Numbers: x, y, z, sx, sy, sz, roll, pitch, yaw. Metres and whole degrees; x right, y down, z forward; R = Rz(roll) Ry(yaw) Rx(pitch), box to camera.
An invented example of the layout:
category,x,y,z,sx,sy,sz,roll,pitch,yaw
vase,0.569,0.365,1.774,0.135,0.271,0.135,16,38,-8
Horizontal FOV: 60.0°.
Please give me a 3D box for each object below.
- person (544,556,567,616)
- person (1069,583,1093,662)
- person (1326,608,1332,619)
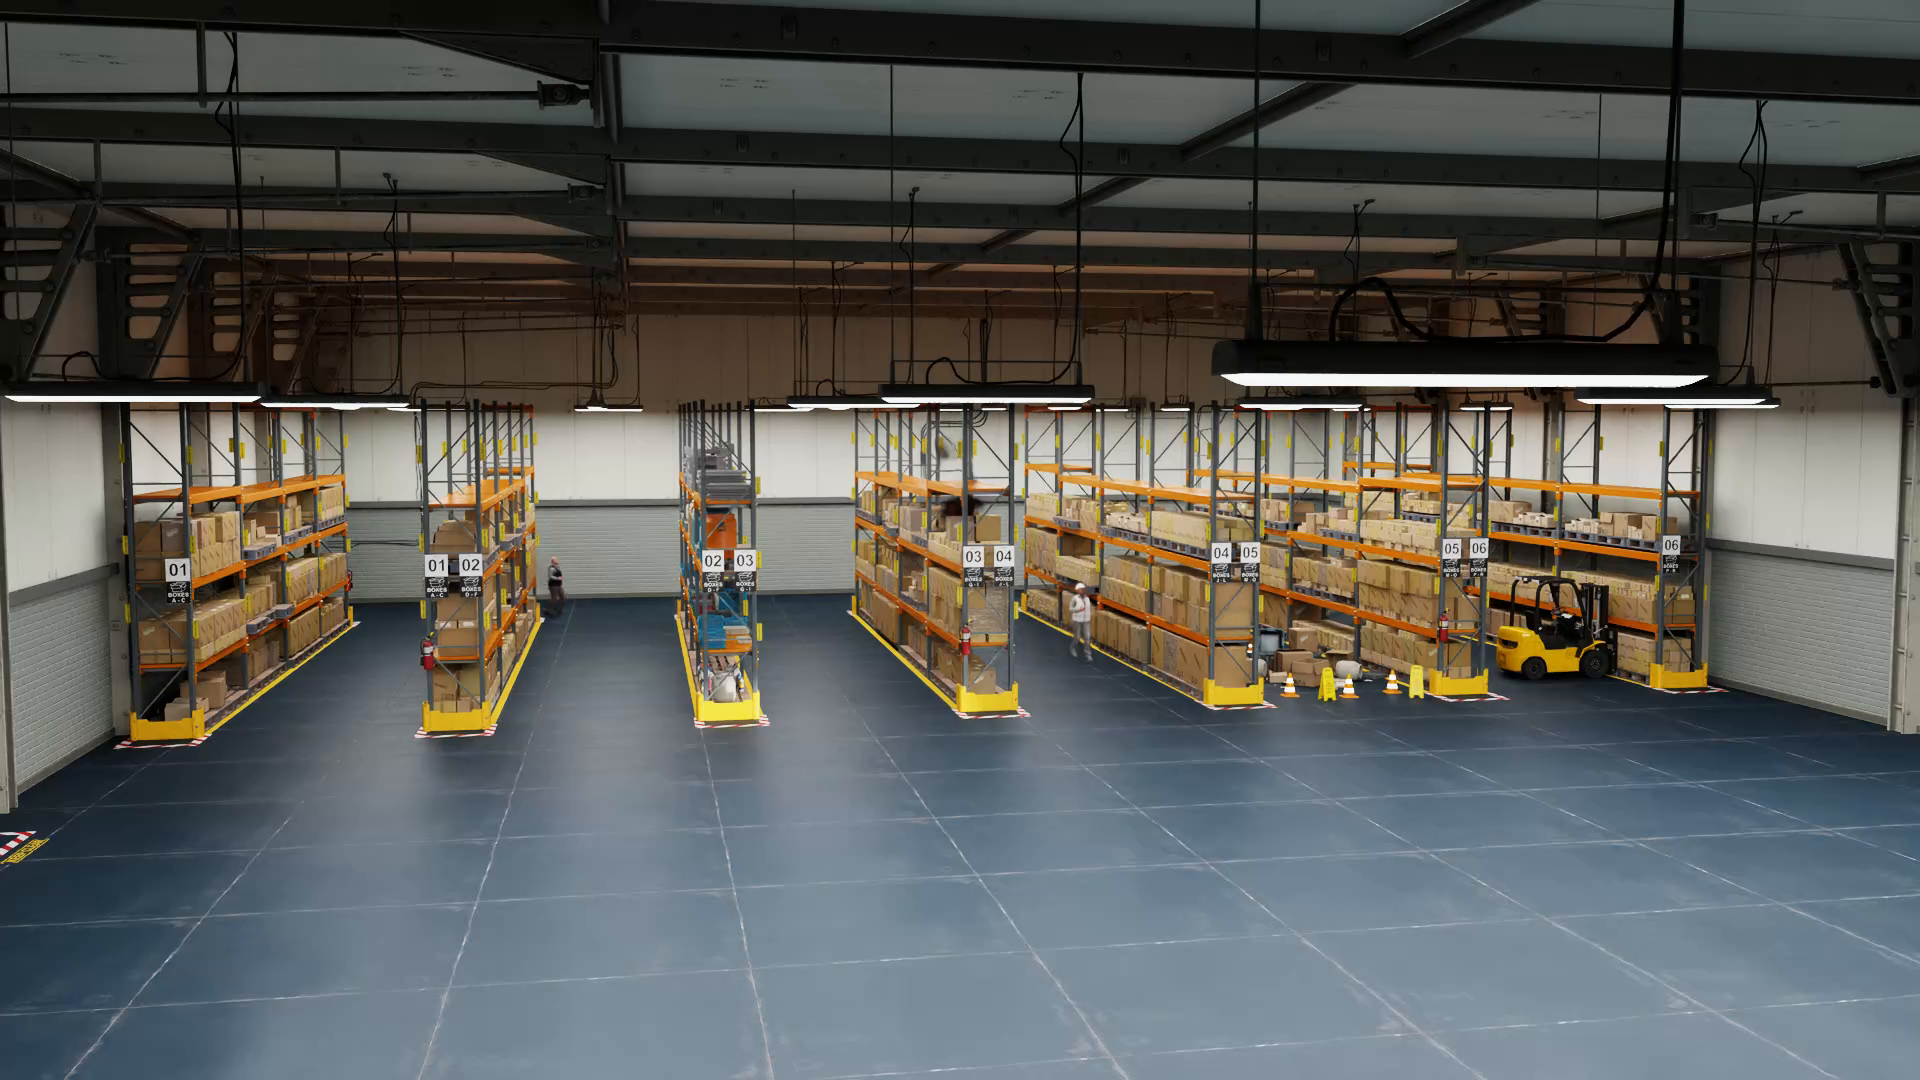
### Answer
category,x,y,z,sx,sy,sz,roll,pitch,yaw
person,-11.520,1.354,47.132,0.633,1.791,0.704,1,4,7
person,2.820,1.894,38.727,0.653,1.793,0.902,-2,5,-21
person,10.239,1.381,46.732,0.598,1.642,0.577,-3,5,-34
